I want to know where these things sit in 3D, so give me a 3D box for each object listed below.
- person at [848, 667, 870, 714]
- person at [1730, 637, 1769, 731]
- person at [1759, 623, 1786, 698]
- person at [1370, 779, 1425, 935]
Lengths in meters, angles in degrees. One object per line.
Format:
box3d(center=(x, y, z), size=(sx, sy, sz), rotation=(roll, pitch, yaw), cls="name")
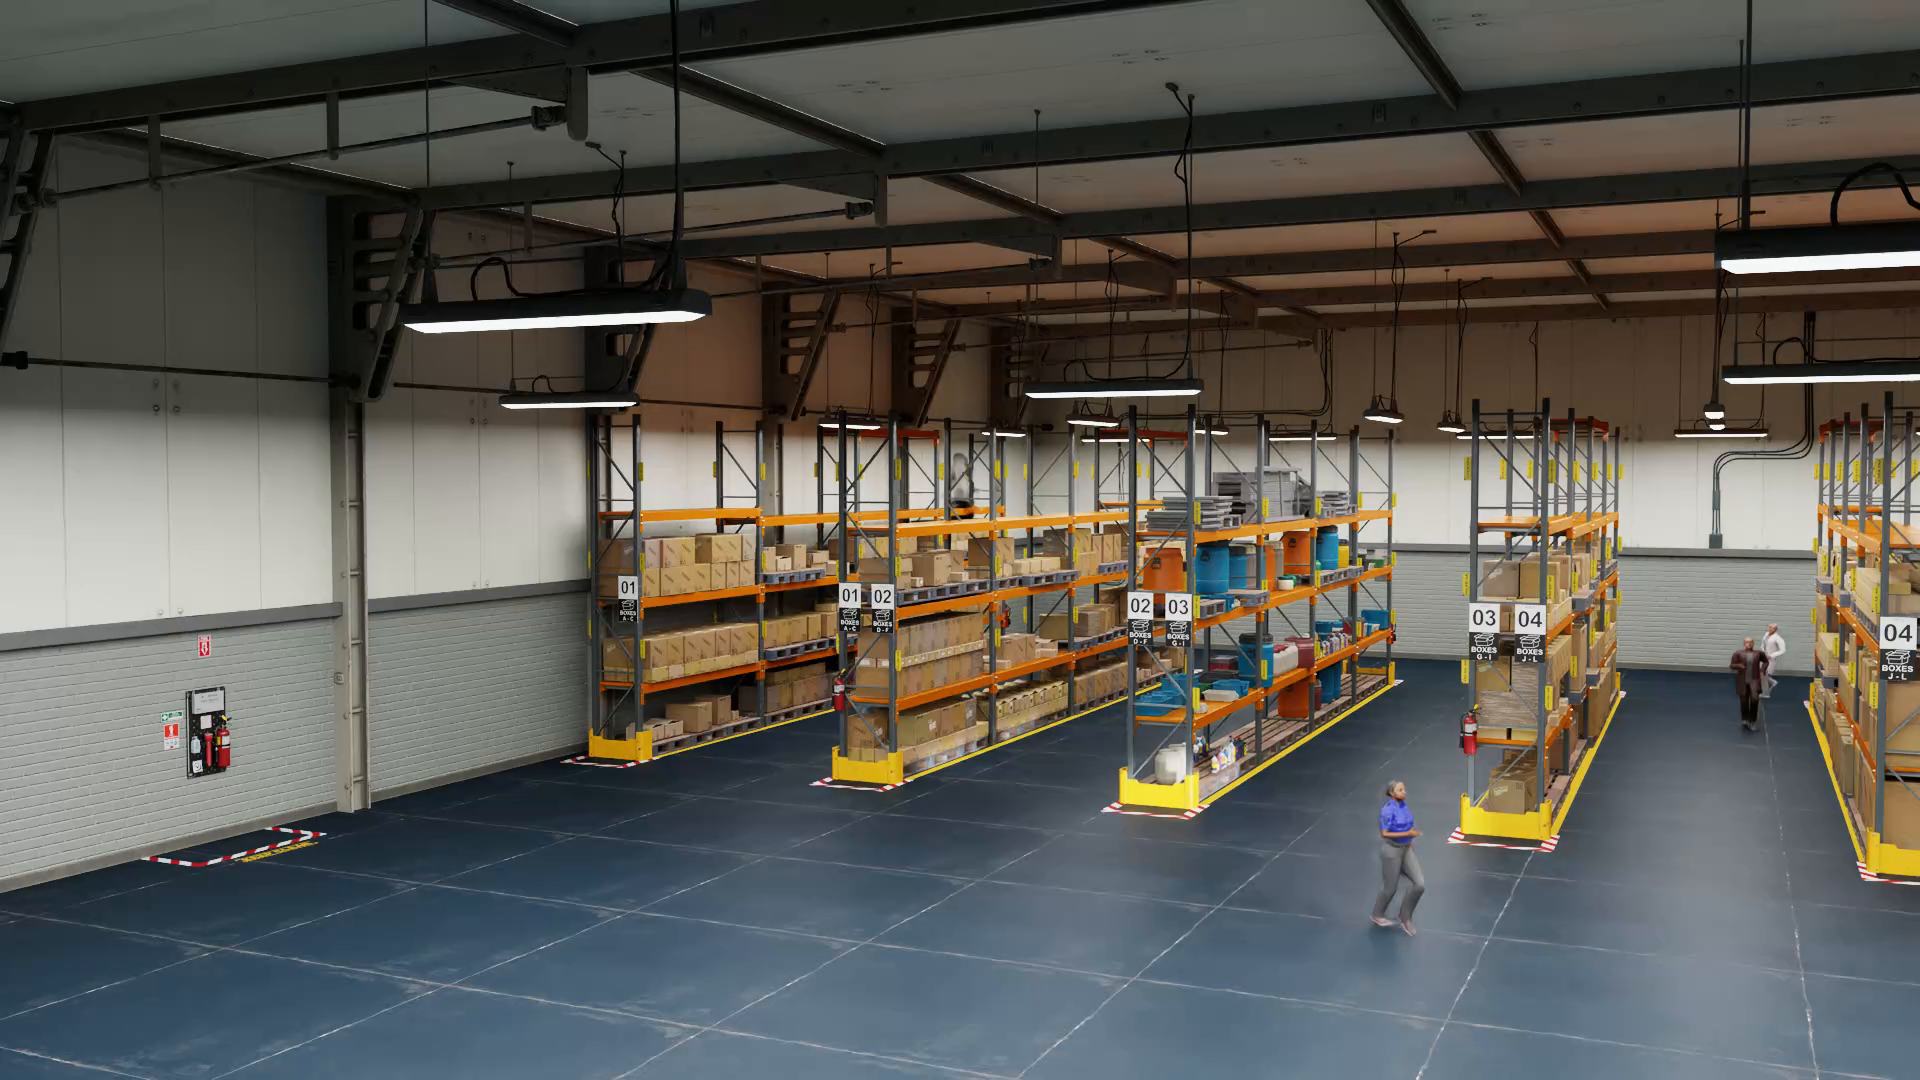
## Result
box3d(center=(-1.786, 2.877, 30.749), size=(0.698, 1.723, 0.579), rotation=(1, 3, 21), cls="person")
box3d(center=(15.319, 2.796, 32.282), size=(0.684, 1.828, 0.765), rotation=(1, 3, 26), cls="person")
box3d(center=(17.841, 2.658, 36.546), size=(0.599, 1.685, 0.751), rotation=(-1, 2, -12), cls="person")
box3d(center=(4.762, 3.441, 18.012), size=(0.553, 1.699, 0.681), rotation=(-2, 3, -35), cls="person")
